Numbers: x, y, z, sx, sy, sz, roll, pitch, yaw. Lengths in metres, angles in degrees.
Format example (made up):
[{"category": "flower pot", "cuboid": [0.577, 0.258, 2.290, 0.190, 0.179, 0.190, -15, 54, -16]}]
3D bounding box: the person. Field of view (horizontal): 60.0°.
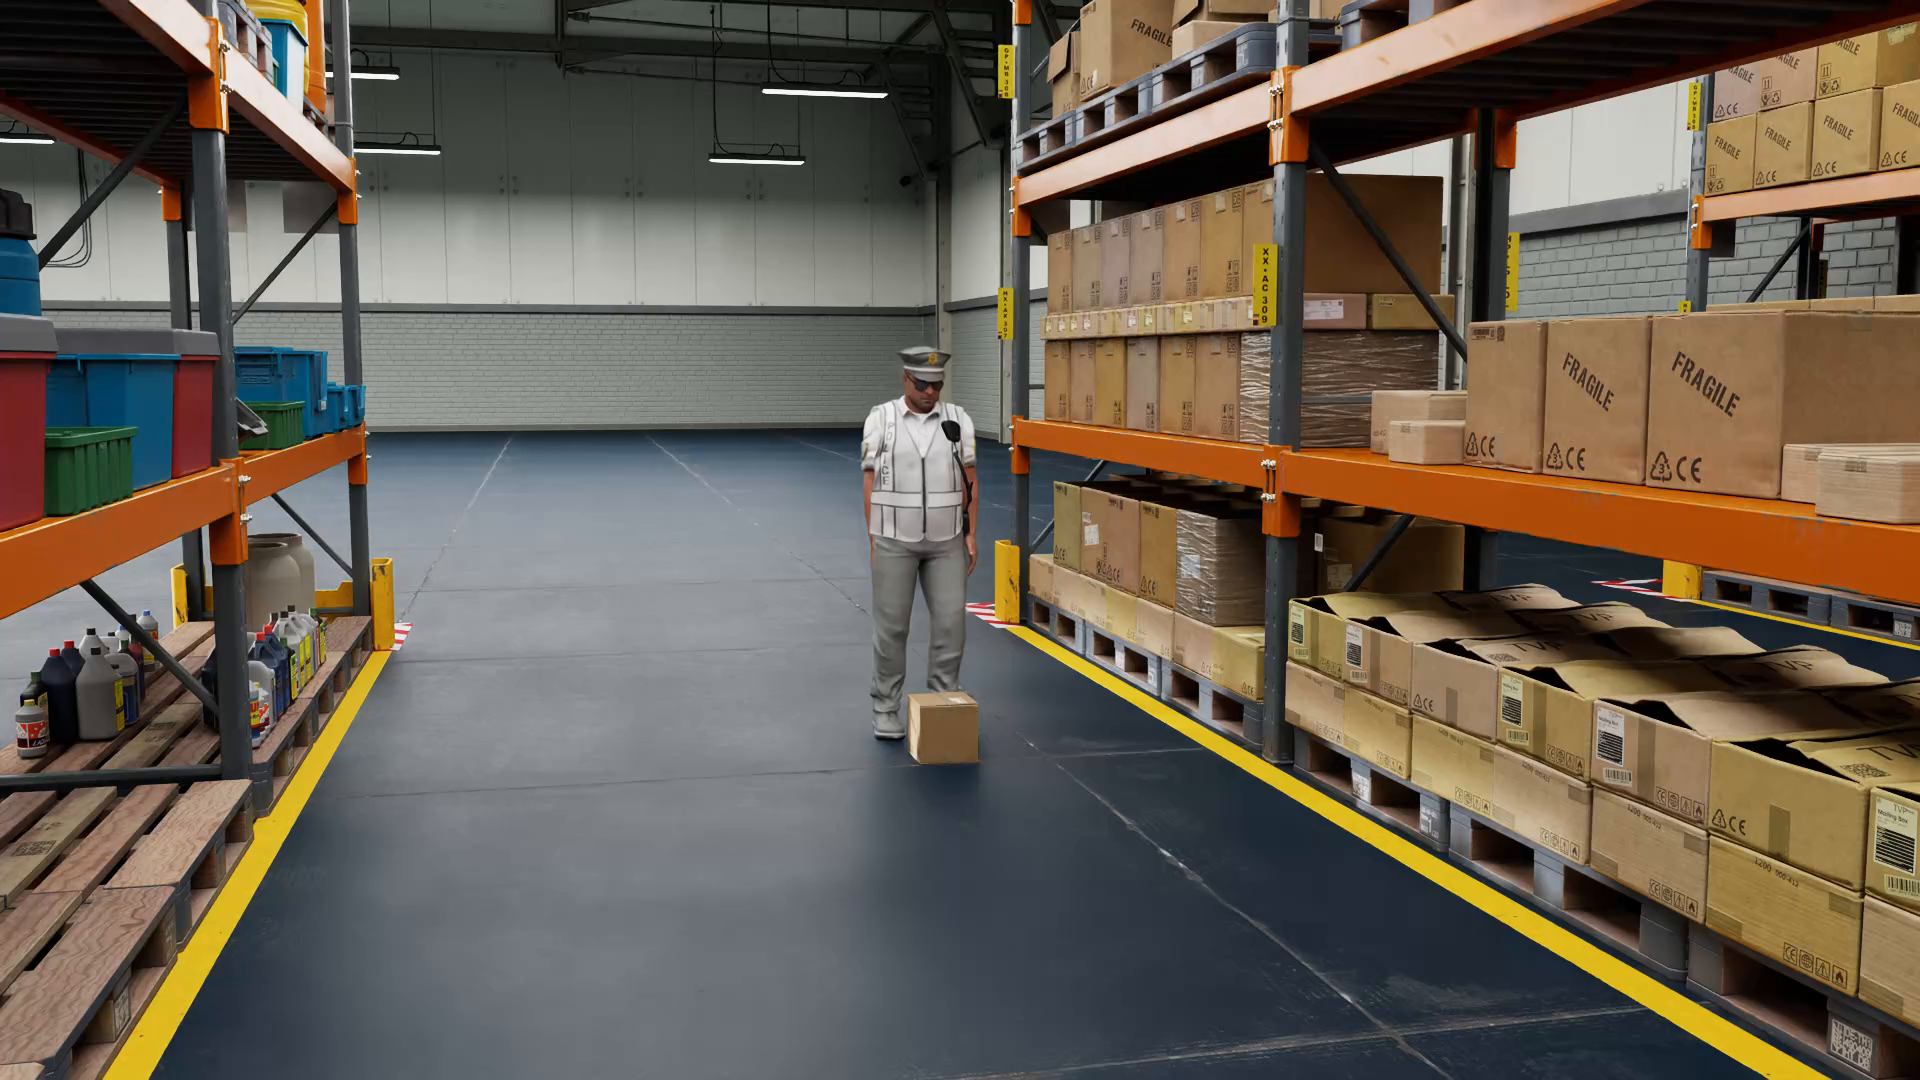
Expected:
[{"category": "person", "cuboid": [-0.168, 0.006, 7.448, 0.531, 1.738, 0.391, -1, 6, -13]}]
